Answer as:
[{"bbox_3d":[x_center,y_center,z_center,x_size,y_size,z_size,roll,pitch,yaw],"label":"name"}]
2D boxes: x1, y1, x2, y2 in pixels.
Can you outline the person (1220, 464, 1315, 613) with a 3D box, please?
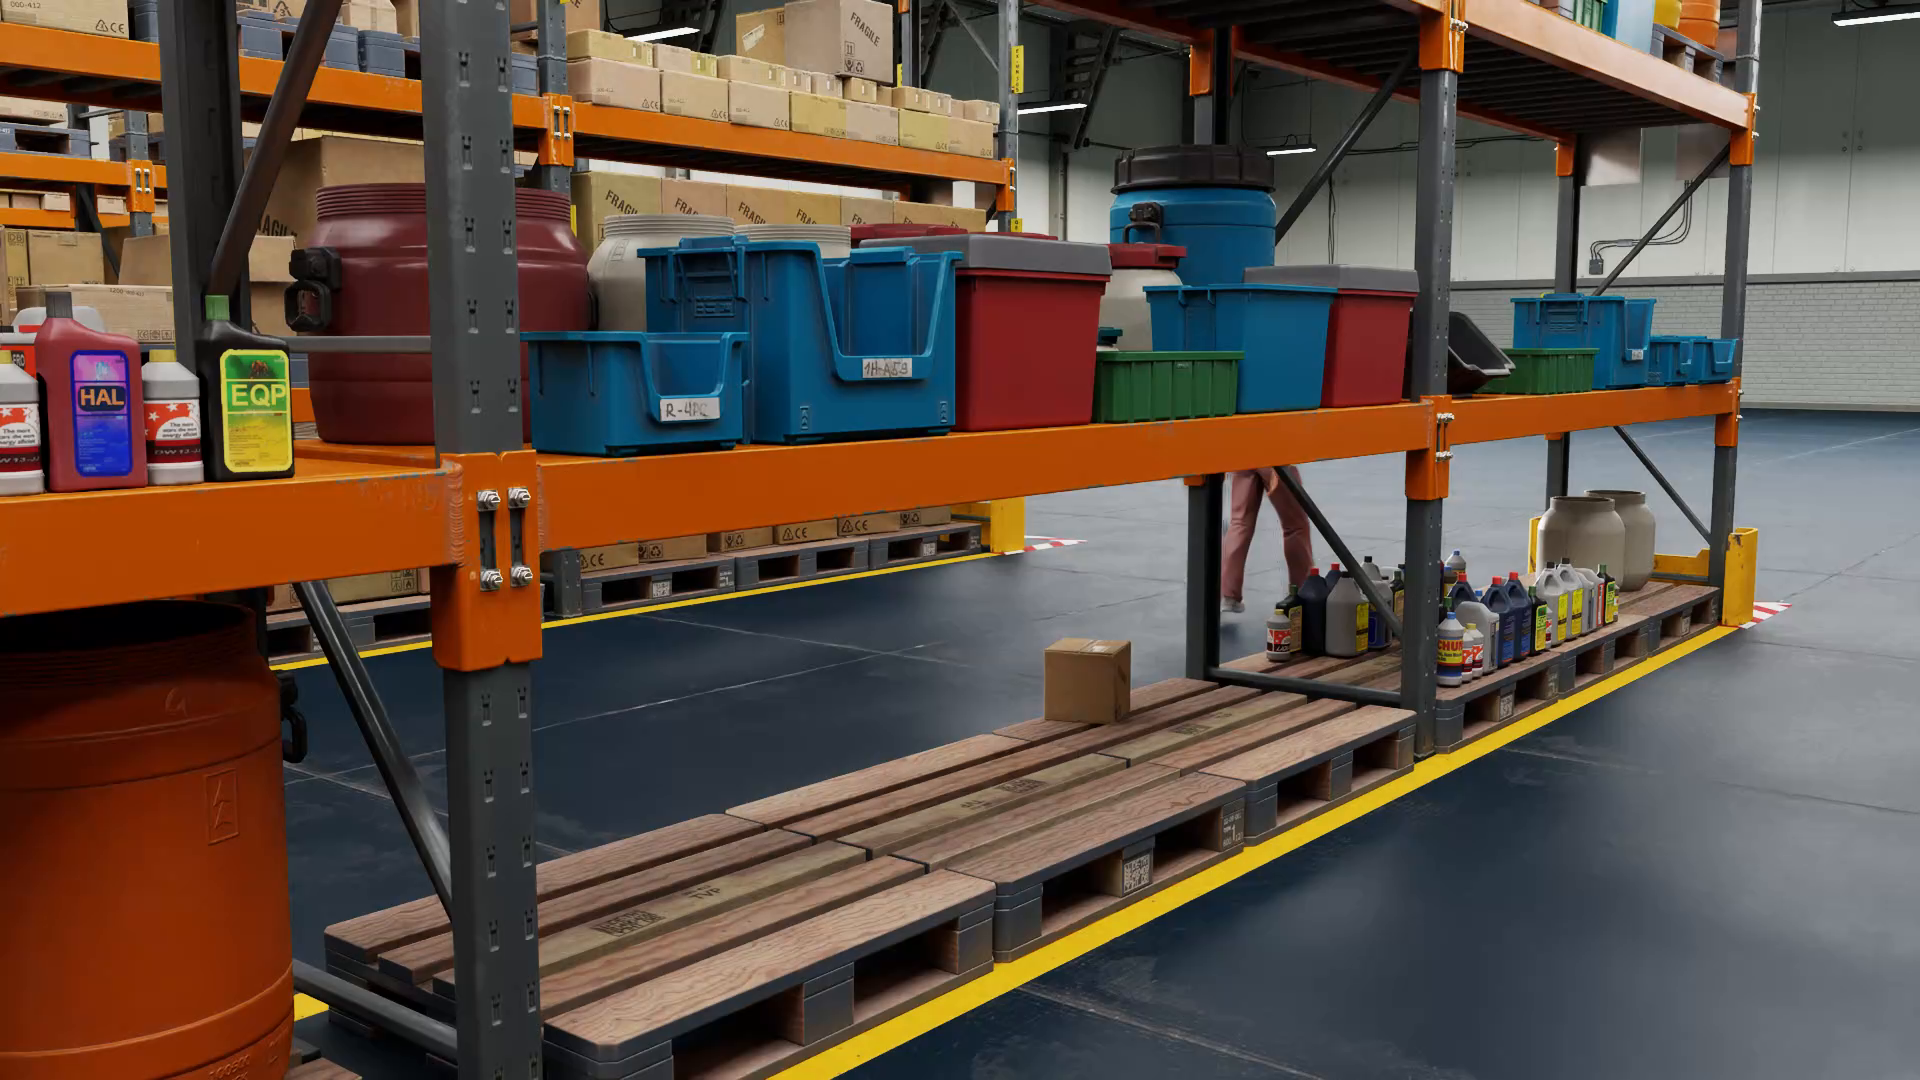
[{"bbox_3d":[1.708,-0.420,9.229,0.453,1.609,1.024,5,8,37],"label":"person"}]
